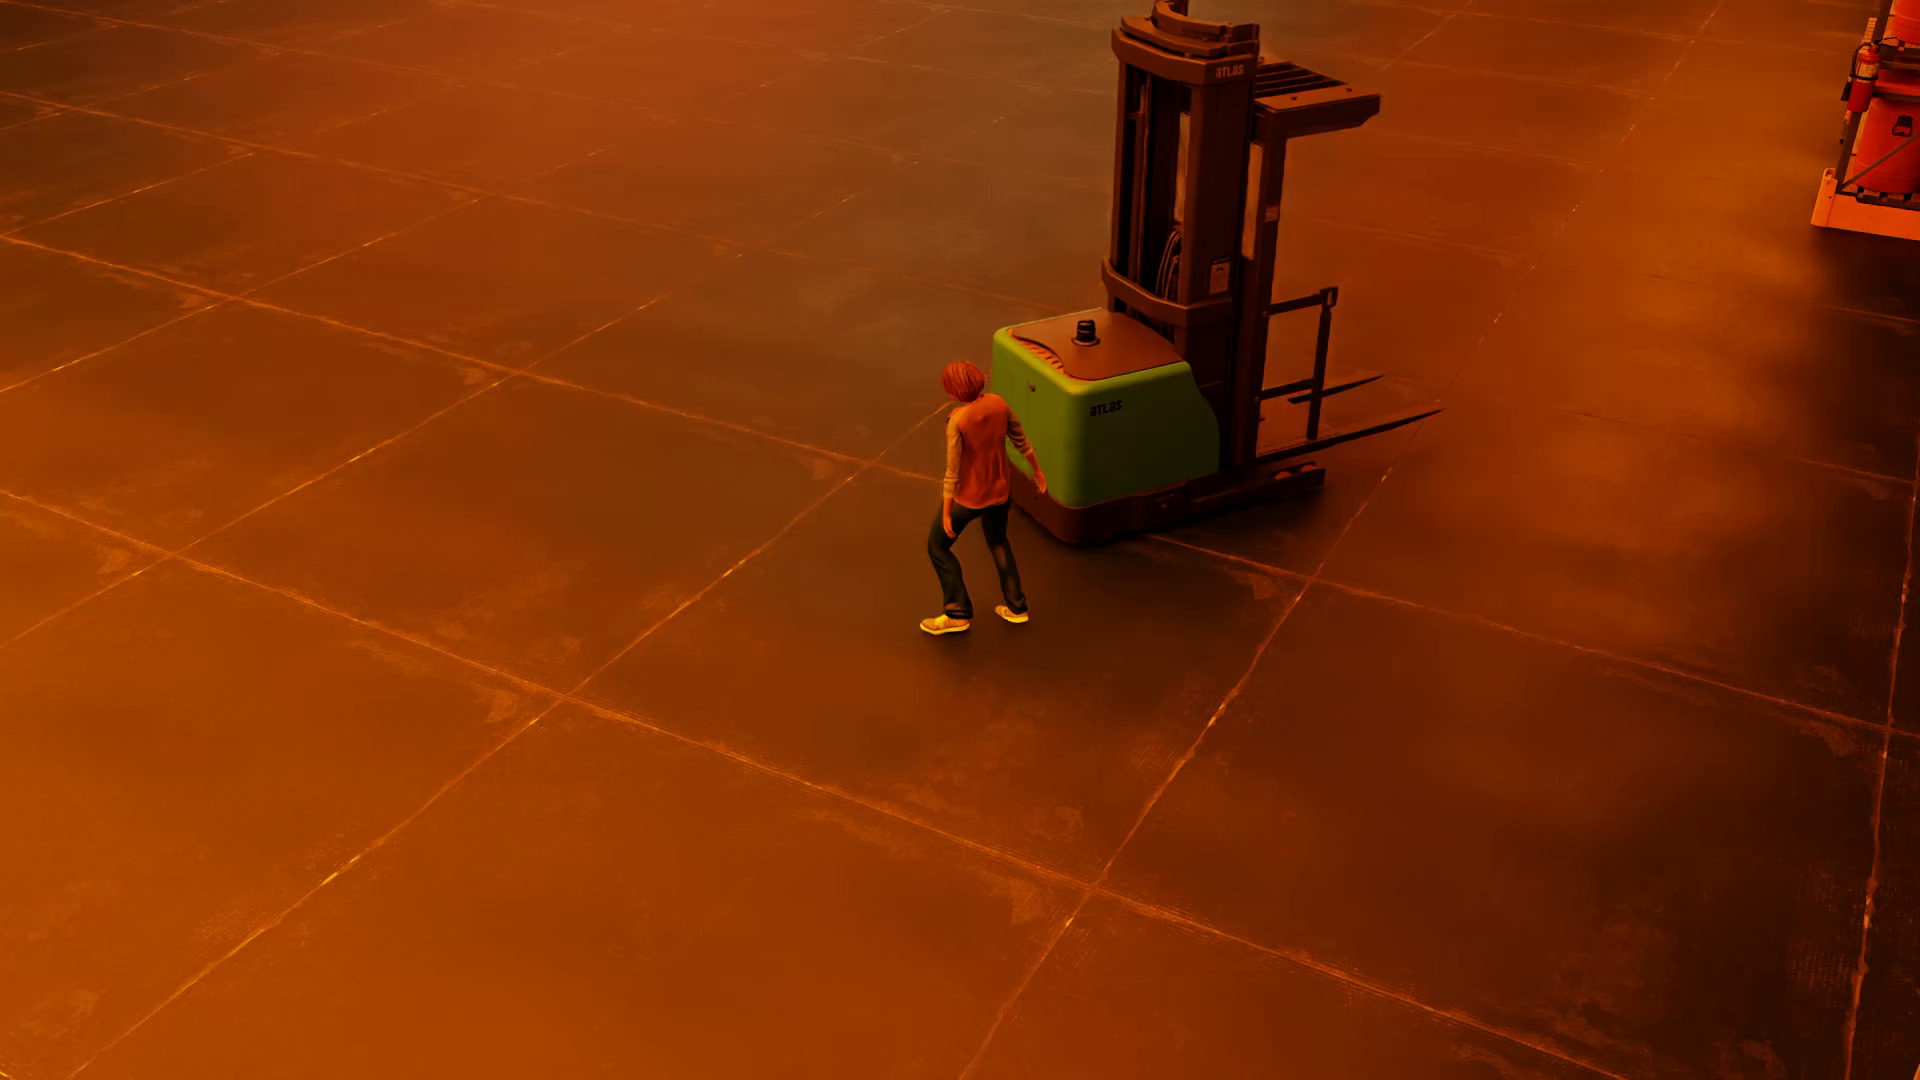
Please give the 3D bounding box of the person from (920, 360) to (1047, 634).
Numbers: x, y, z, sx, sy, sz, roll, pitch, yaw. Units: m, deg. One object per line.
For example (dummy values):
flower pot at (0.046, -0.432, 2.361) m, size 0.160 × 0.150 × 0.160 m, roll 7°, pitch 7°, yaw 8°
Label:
person at (0.141, -0.215, 8.892) m, size 0.745 × 1.556 × 0.420 m, roll -19°, pitch 35°, yaw -29°

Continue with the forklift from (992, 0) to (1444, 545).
forklift at (1.731, -1.750, 10.103) m, size 3.031 × 2.935 × 1.130 m, roll -15°, pitch 33°, yaw -24°
